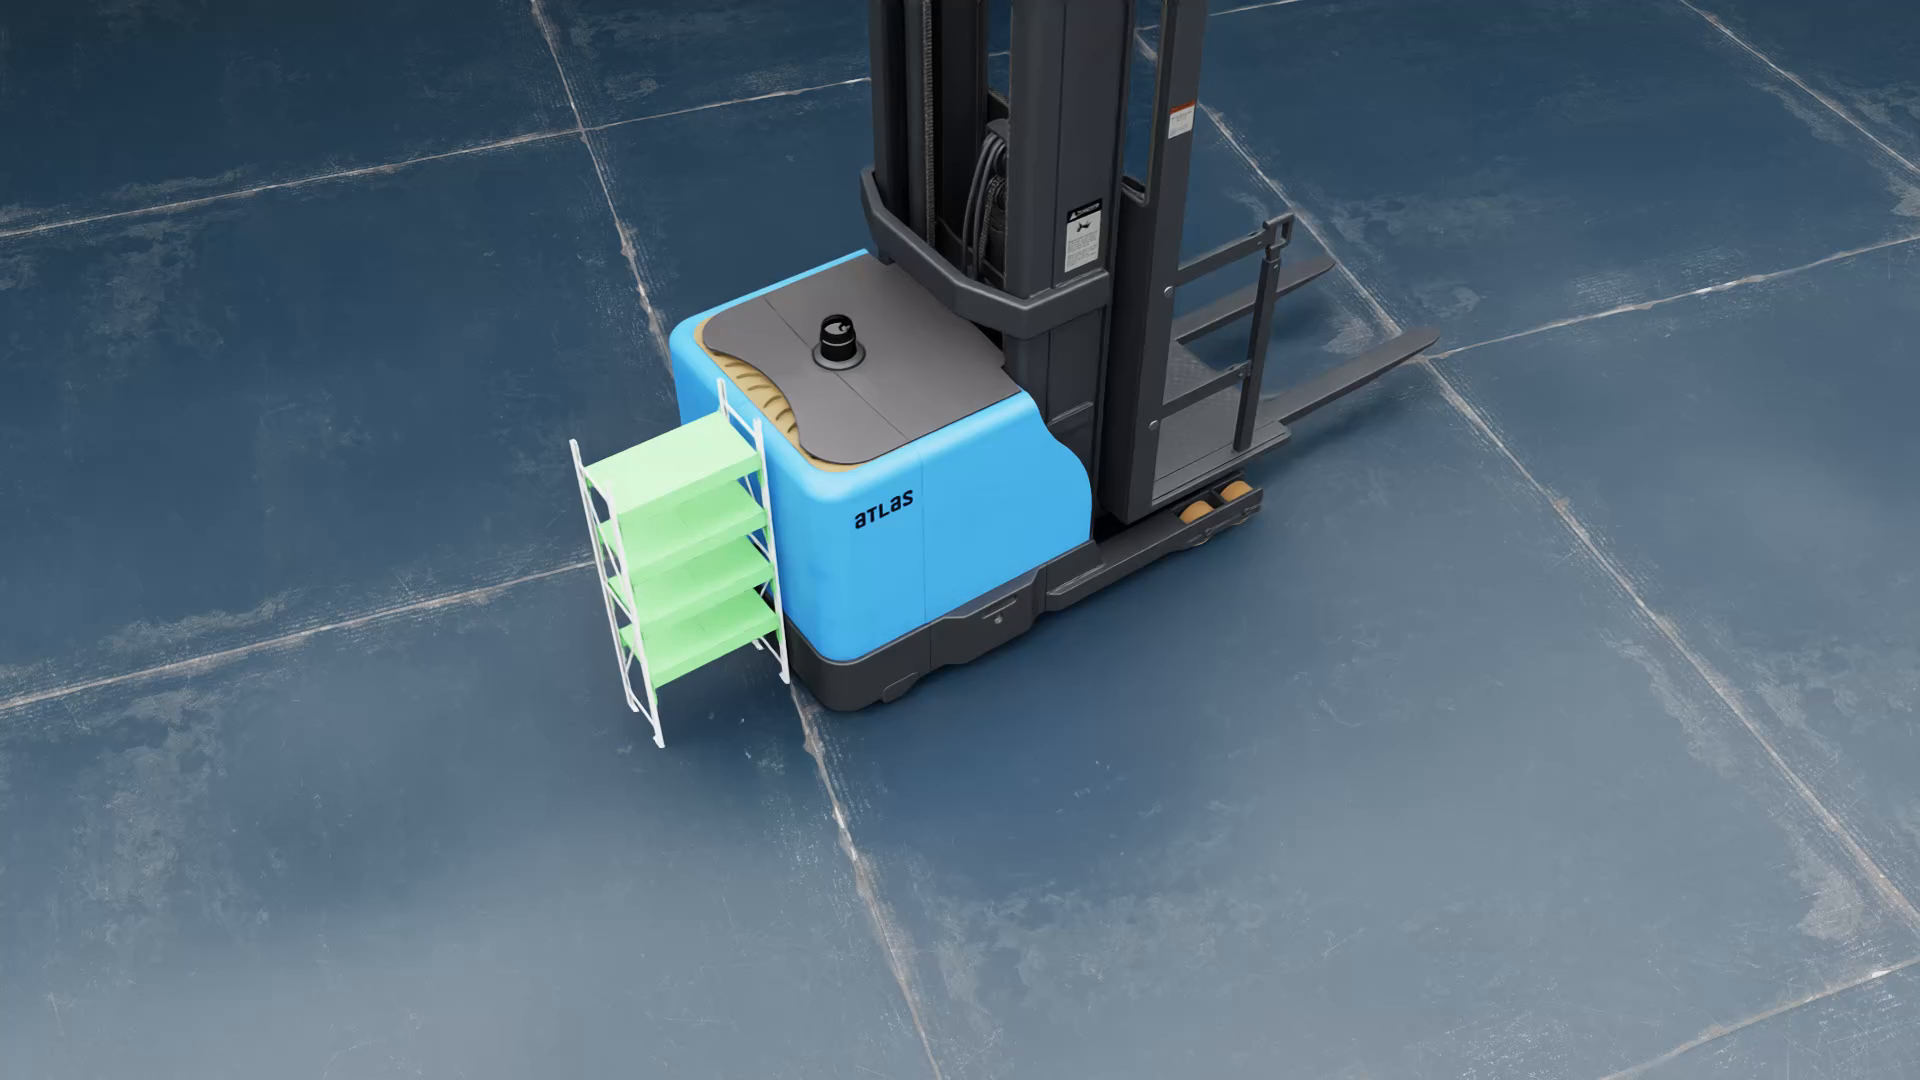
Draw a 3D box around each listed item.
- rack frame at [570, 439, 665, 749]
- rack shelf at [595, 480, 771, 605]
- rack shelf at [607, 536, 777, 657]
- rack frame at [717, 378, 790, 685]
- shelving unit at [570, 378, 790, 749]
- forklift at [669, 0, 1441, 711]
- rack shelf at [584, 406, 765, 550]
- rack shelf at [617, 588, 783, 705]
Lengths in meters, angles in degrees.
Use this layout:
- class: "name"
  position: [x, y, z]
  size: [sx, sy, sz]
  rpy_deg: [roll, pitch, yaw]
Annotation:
- class: "rack frame"
  position: [-1.063, 0.202, 5.202]
  size: [0.015, 1.200, 0.240]
  rpy_deg: [-26, 51, -24]
- class: "rack shelf"
  position: [-0.863, -0.022, 5.176]
  size: [0.480, 0.148, 0.258]
  rpy_deg: [-26, 51, -24]
- class: "rack shelf"
  position: [-0.863, 0.148, 5.346]
  size: [0.480, 0.148, 0.258]
  rpy_deg: [-26, 51, -24]
- class: "rack frame"
  position: [-0.663, 0.004, 5.399]
  size: [0.015, 1.200, 0.240]
  rpy_deg: [-26, 51, -24]
- class: "shelving unit"
  position: [-0.863, 0.103, 5.301]
  size: [0.503, 1.200, 0.258]
  rpy_deg: [-26, 51, -24]
- class: "forklift"
  position: [0.531, -1.297, 5.473]
  size: [3.031, 2.935, 1.130]
  rpy_deg: [-26, 51, -24]
- class: "rack shelf"
  position: [-0.863, -0.191, 5.006]
  size: [0.480, 0.148, 0.258]
  rpy_deg: [-26, 51, -24]
- class: "rack shelf"
  position: [-0.863, 0.317, 5.516]
  size: [0.480, 0.148, 0.258]
  rpy_deg: [-26, 51, -24]
